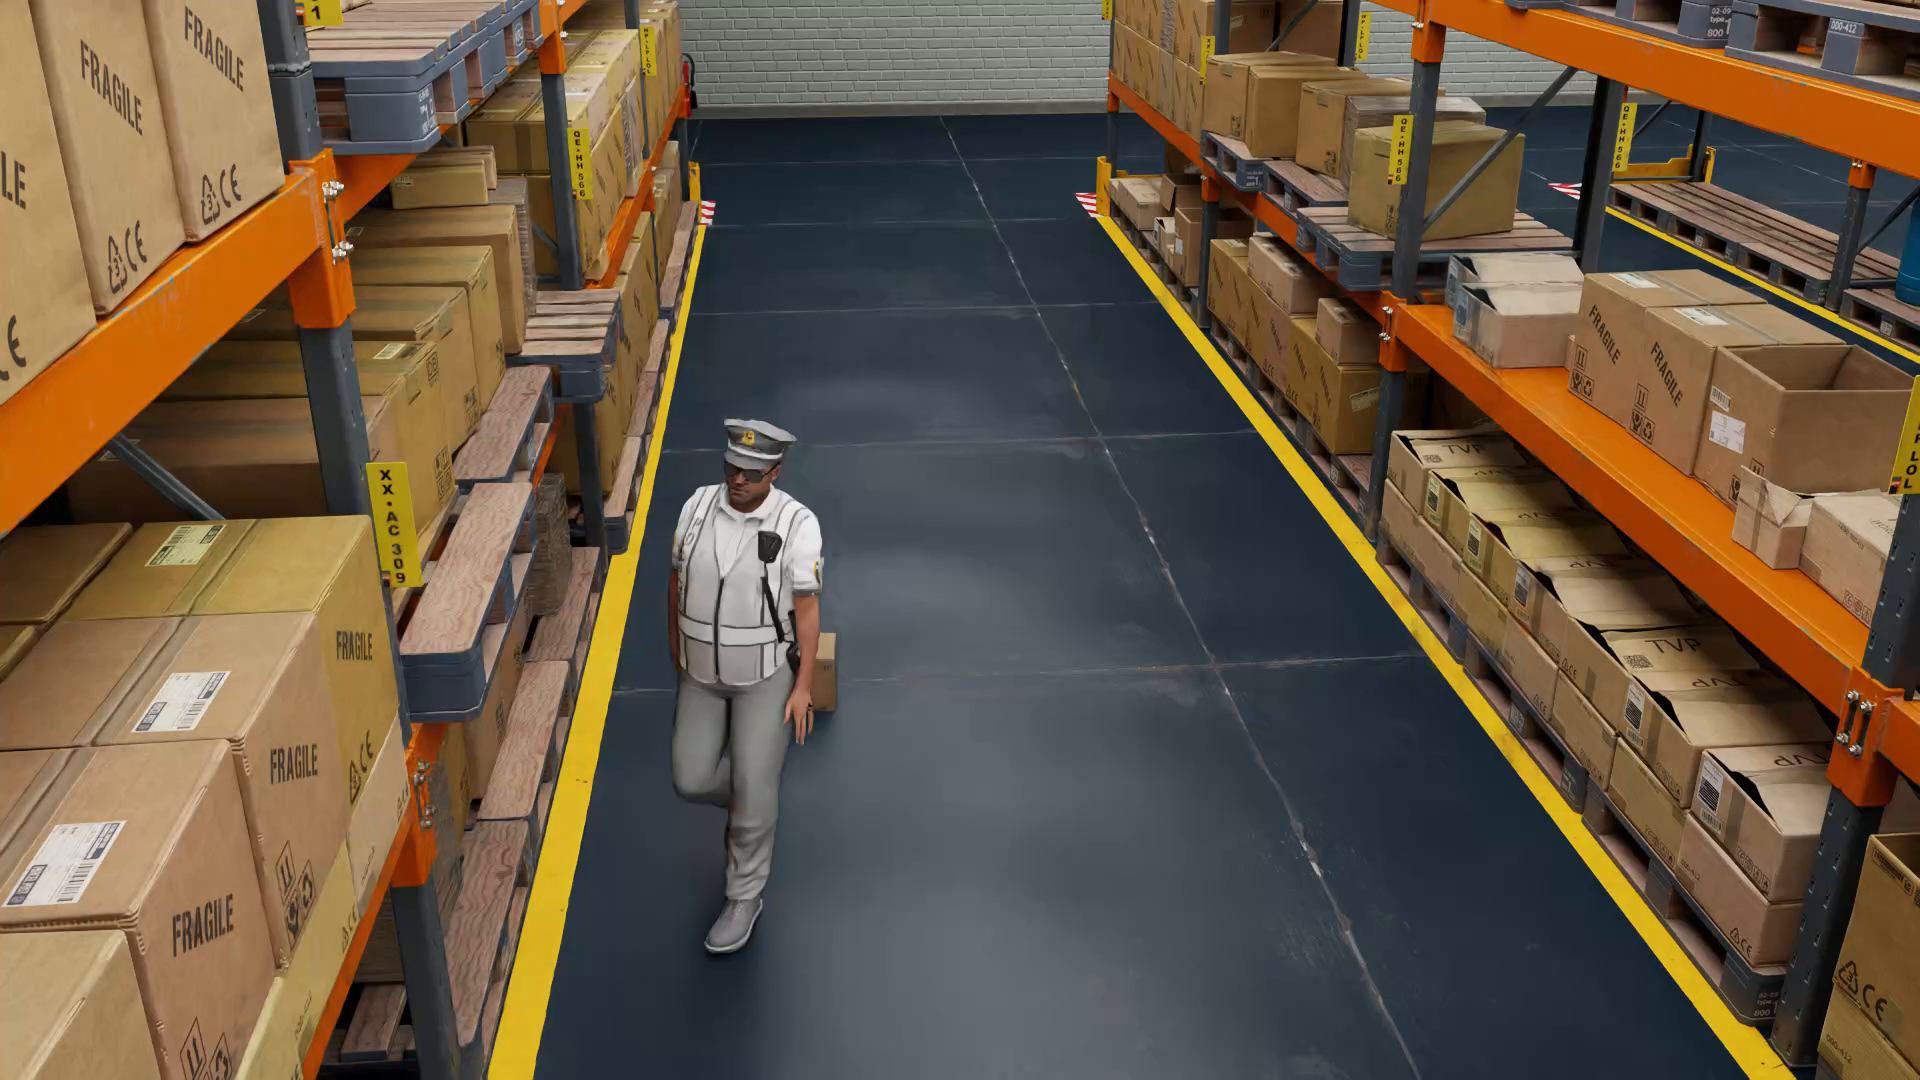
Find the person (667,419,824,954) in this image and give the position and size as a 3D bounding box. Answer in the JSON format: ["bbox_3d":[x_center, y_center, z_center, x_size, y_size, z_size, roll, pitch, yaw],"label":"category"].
[{"bbox_3d":[-0.771,0.465,5.568,0.571,1.736,0.758,6,24,14],"label":"person"}]
